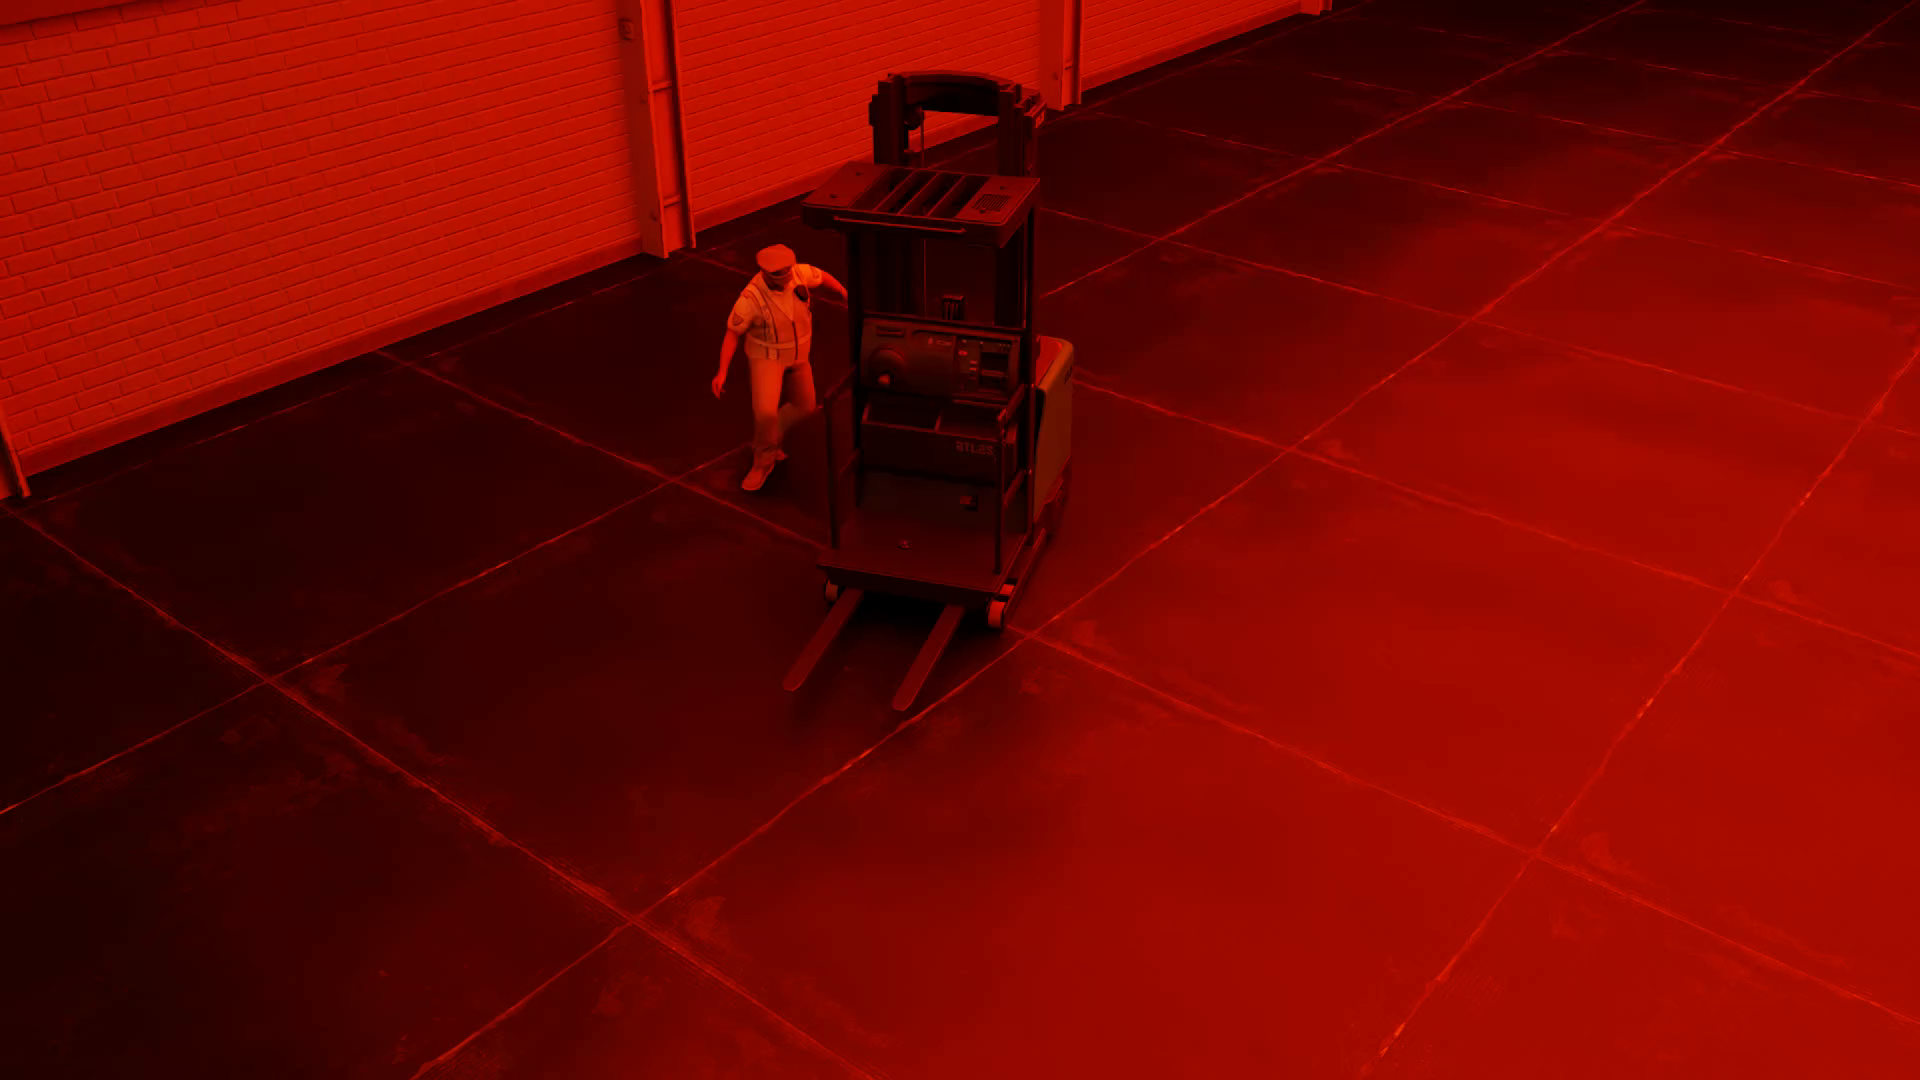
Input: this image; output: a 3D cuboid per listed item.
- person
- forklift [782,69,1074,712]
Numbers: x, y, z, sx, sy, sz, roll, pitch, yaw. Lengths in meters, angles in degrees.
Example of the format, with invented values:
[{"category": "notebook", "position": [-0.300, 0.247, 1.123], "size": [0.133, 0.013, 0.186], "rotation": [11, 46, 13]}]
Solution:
[{"category": "person", "position": [-1.134, -1.216, 11.052], "size": [0.590, 1.683, 1.187], "rotation": [27, 39, 37]}, {"category": "forklift", "position": [-0.176, -0.972, 9.258], "size": [1.130, 2.935, 3.031], "rotation": [9, 31, 14]}]
